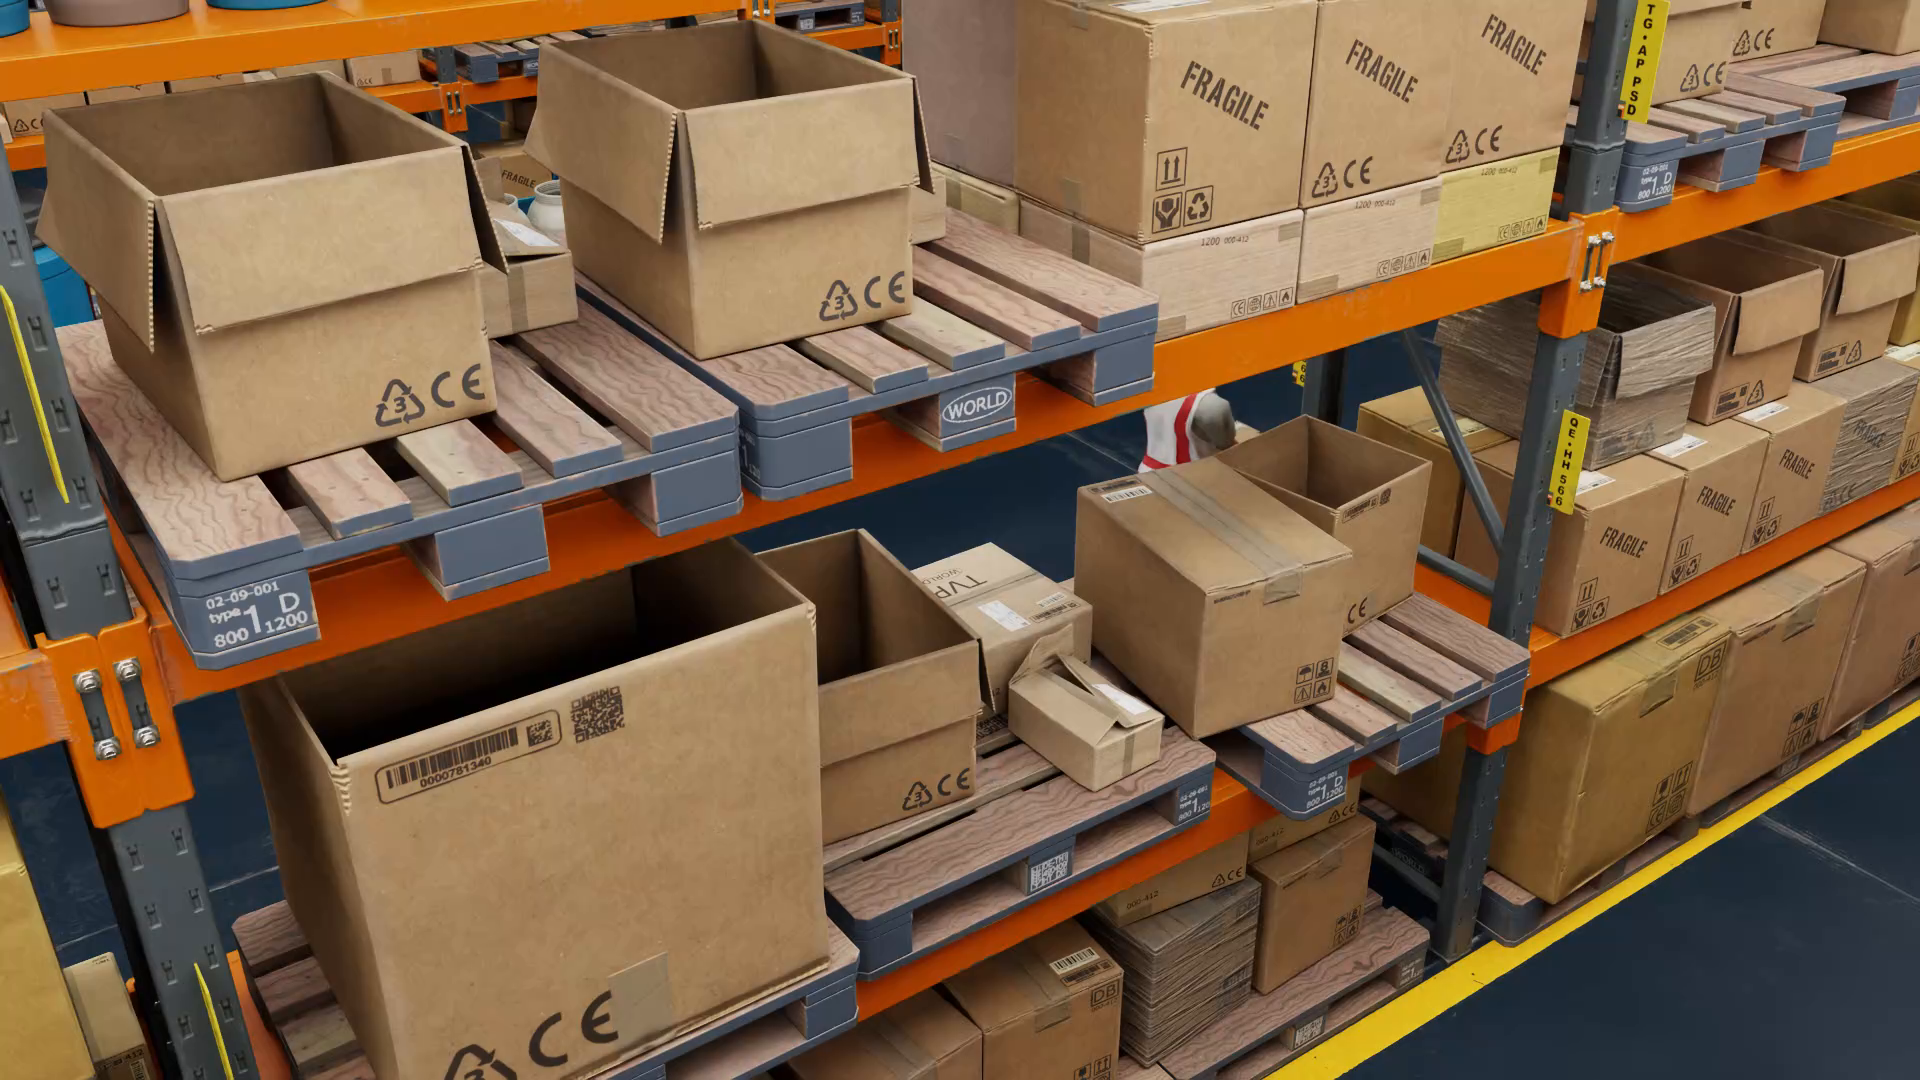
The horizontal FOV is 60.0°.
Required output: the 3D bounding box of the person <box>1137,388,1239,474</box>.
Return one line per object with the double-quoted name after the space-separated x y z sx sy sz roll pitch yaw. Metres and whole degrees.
1.060 -0.206 7.481 0.553 1.787 0.495 -19 34 -31 "person"
